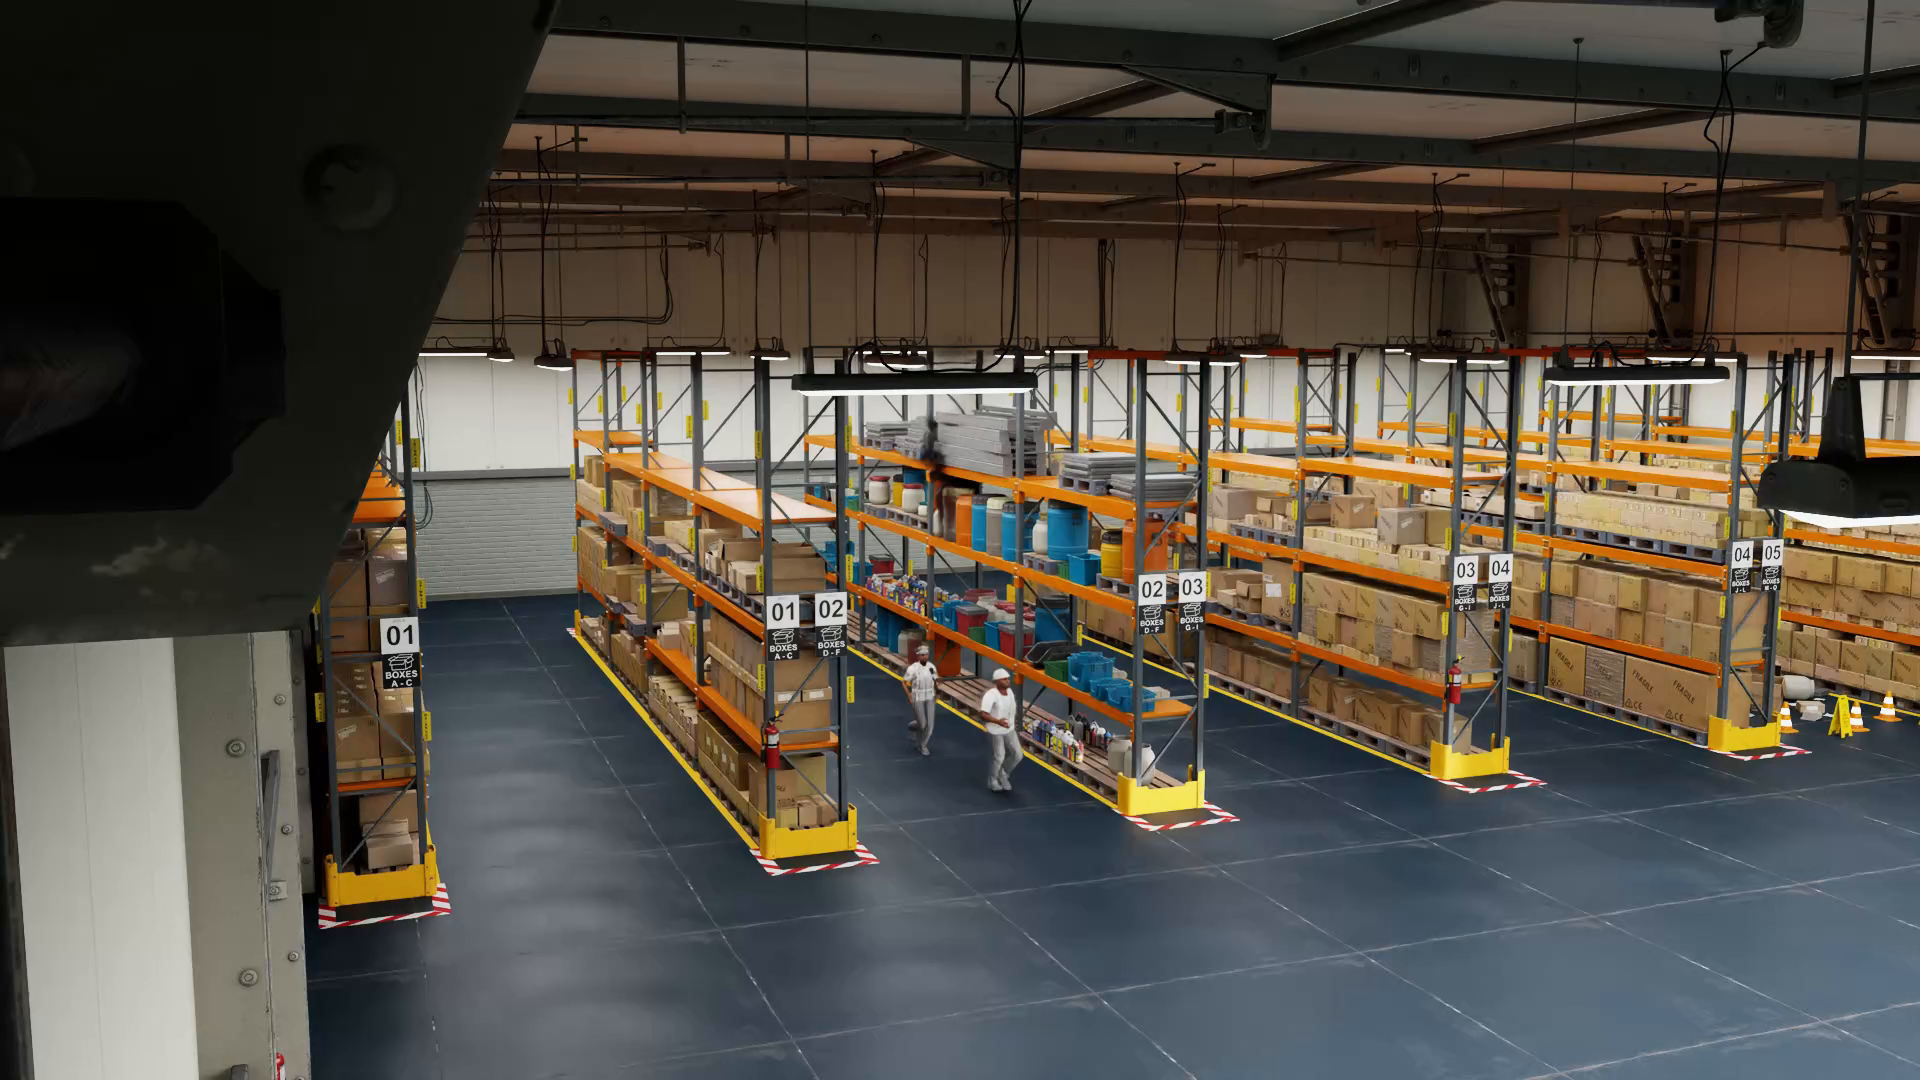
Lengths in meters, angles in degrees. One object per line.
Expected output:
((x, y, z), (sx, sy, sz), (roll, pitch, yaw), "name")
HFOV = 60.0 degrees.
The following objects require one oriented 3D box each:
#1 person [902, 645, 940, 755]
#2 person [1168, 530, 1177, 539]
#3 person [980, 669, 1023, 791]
((-0.568, 2.404, 25.164), (0.583, 1.657, 0.558), (-3, 8, -22), "person")
((5.137, 0.459, 40.528), (0.721, 1.683, 0.911), (5, 8, 33), "person")
((0.590, 2.630, 22.857), (0.699, 1.739, 0.631), (-6, 9, -40), "person")
